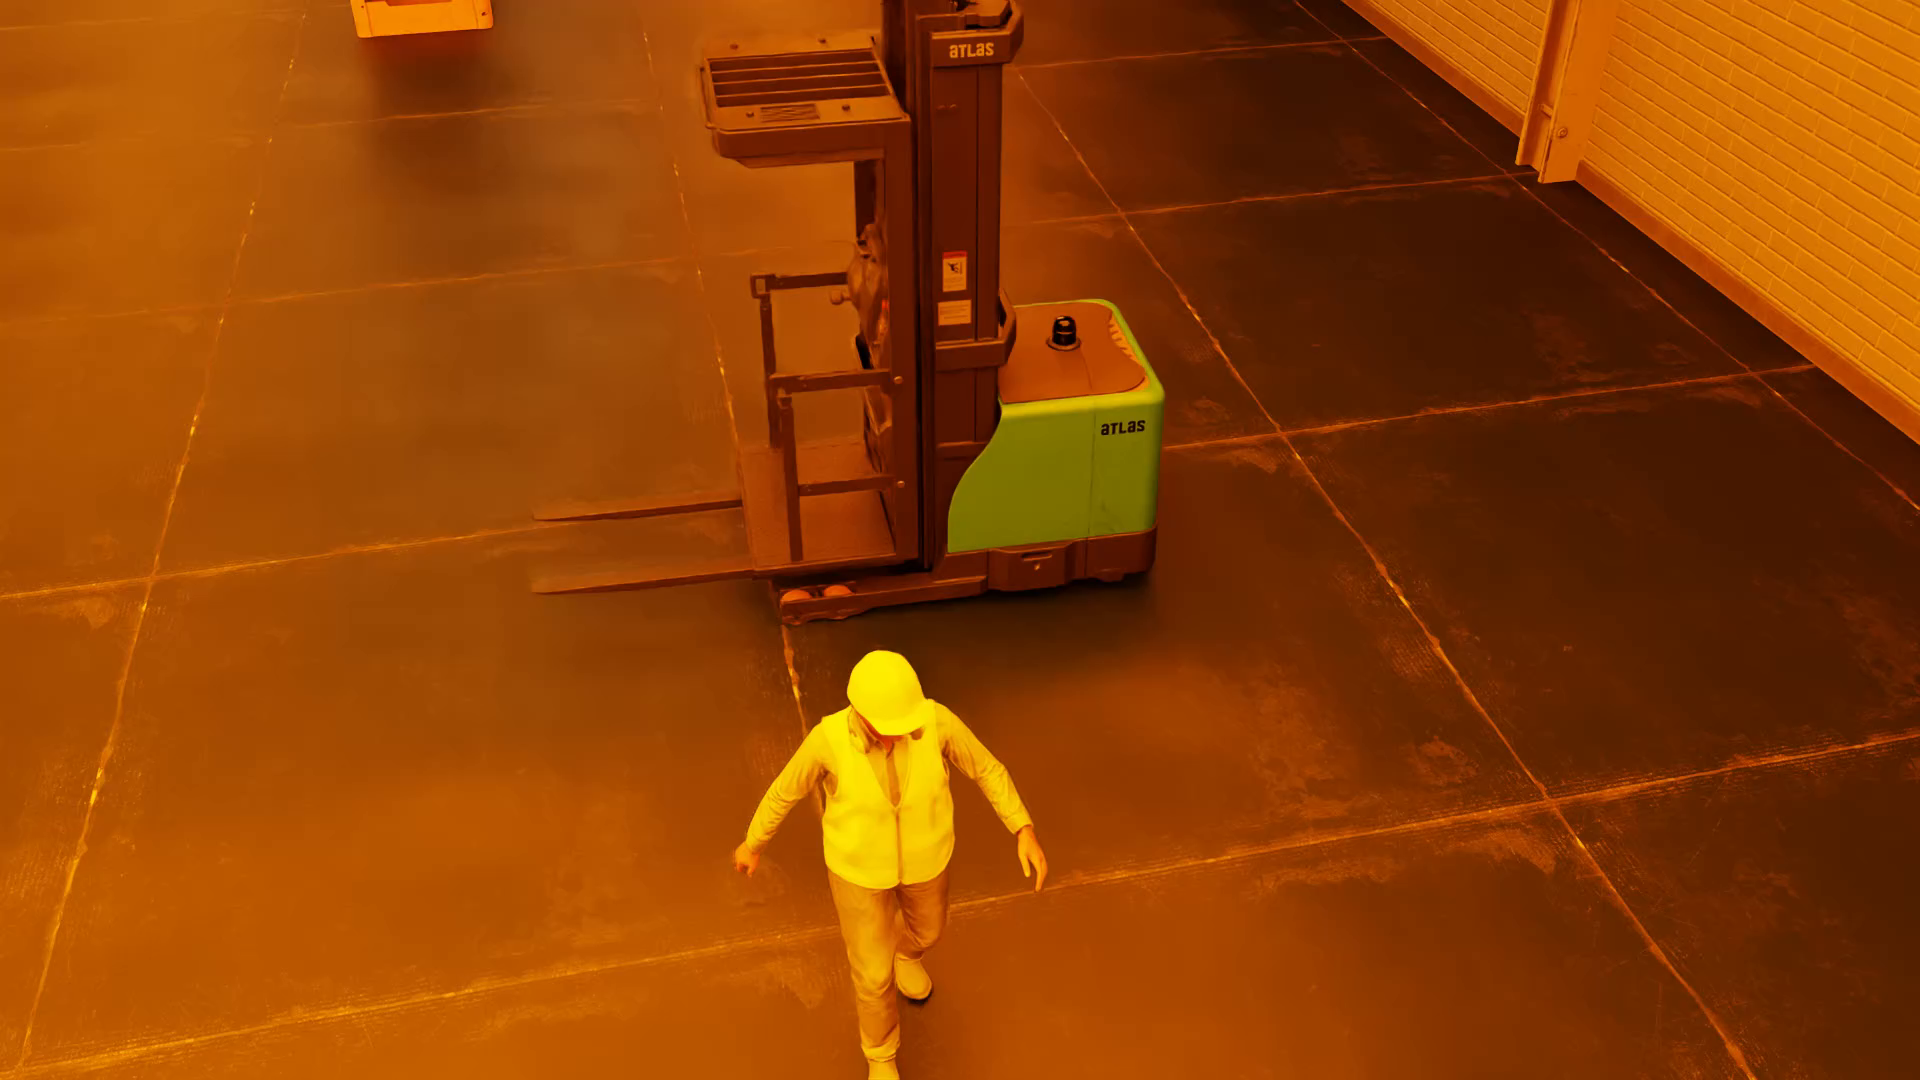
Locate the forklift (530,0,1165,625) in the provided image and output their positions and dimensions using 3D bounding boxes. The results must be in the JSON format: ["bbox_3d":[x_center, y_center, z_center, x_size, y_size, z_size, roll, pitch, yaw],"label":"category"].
[{"bbox_3d":[-0.599,-1.119,7.605,3.031,2.935,1.130,-6,36,-9],"label":"forklift"}]

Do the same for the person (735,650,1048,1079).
[{"bbox_3d":[-0.255,1.087,5.569,0.943,1.753,0.755,-10,37,-13],"label":"person"}]
